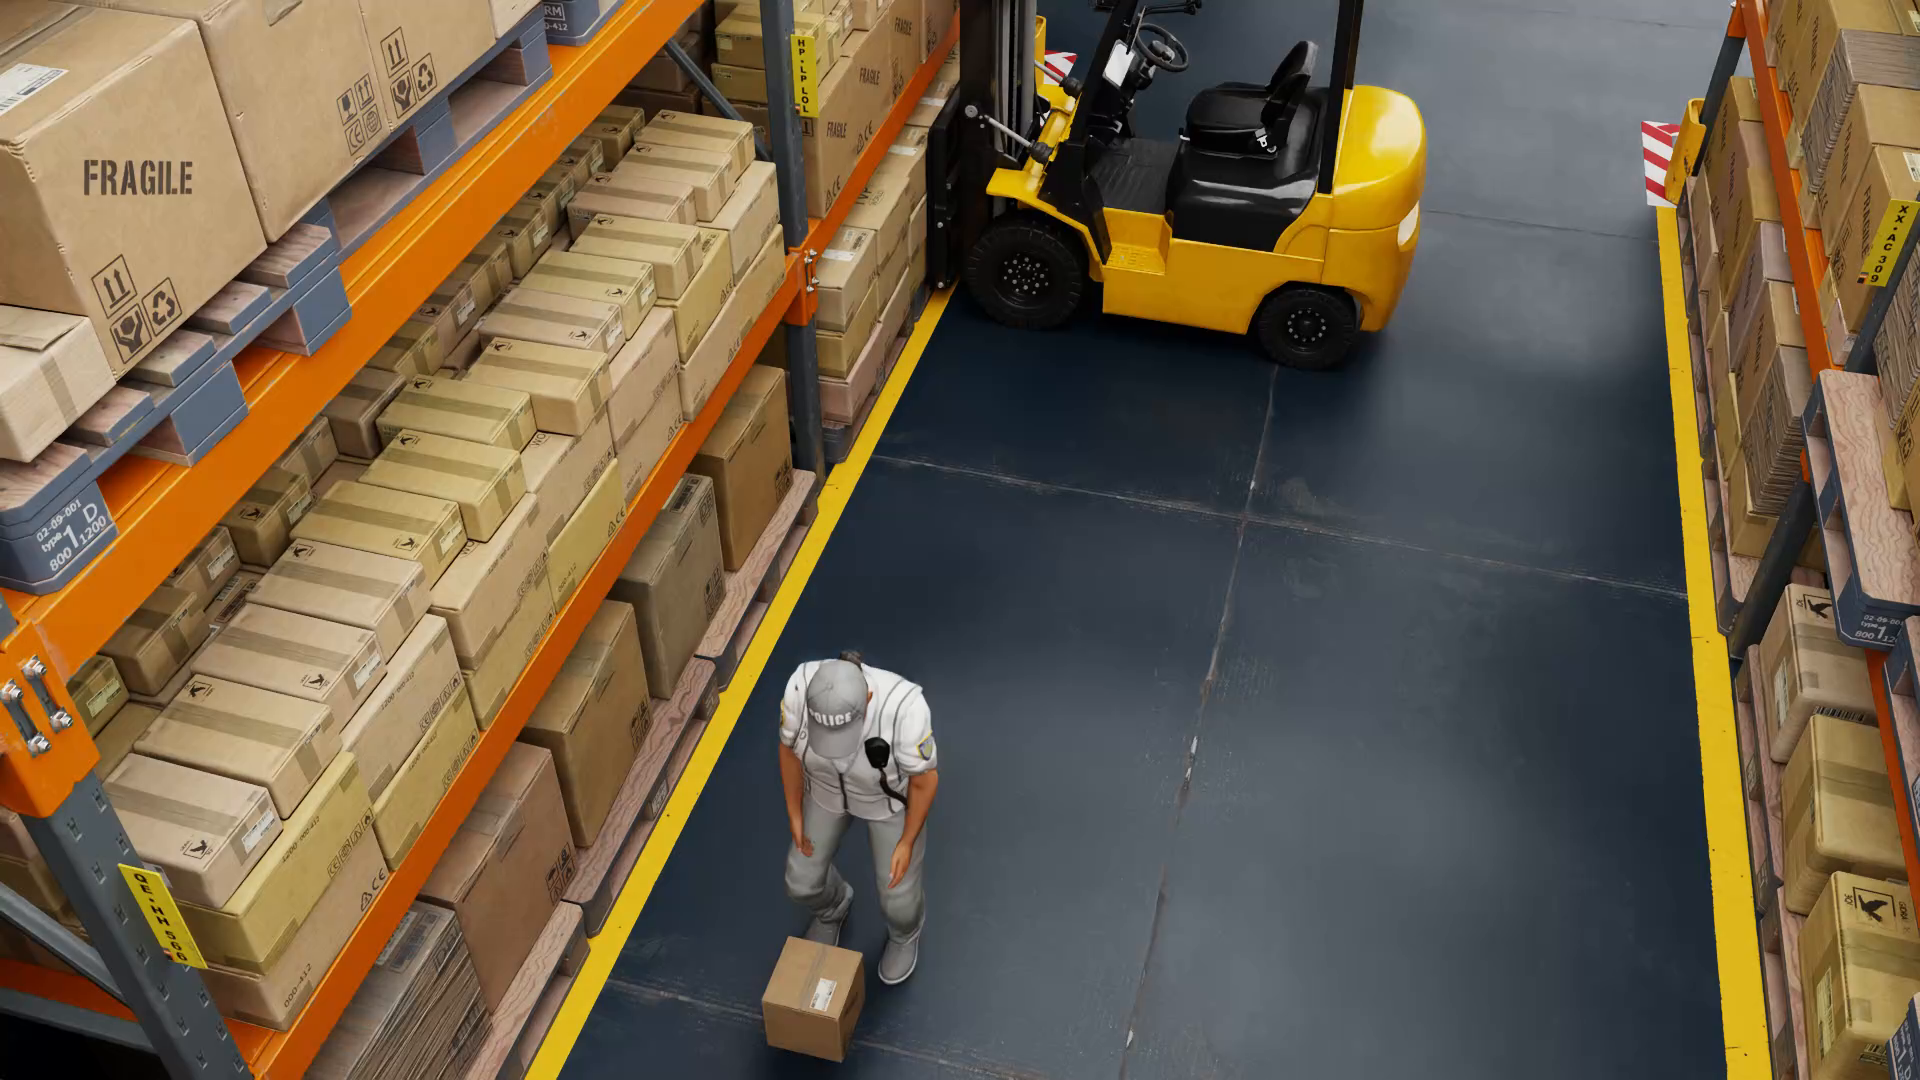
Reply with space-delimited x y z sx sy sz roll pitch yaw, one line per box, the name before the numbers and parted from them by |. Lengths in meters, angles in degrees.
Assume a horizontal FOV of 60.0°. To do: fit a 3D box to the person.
person | -0.306 0.848 5.295 0.519 1.541 0.591 12 43 13
